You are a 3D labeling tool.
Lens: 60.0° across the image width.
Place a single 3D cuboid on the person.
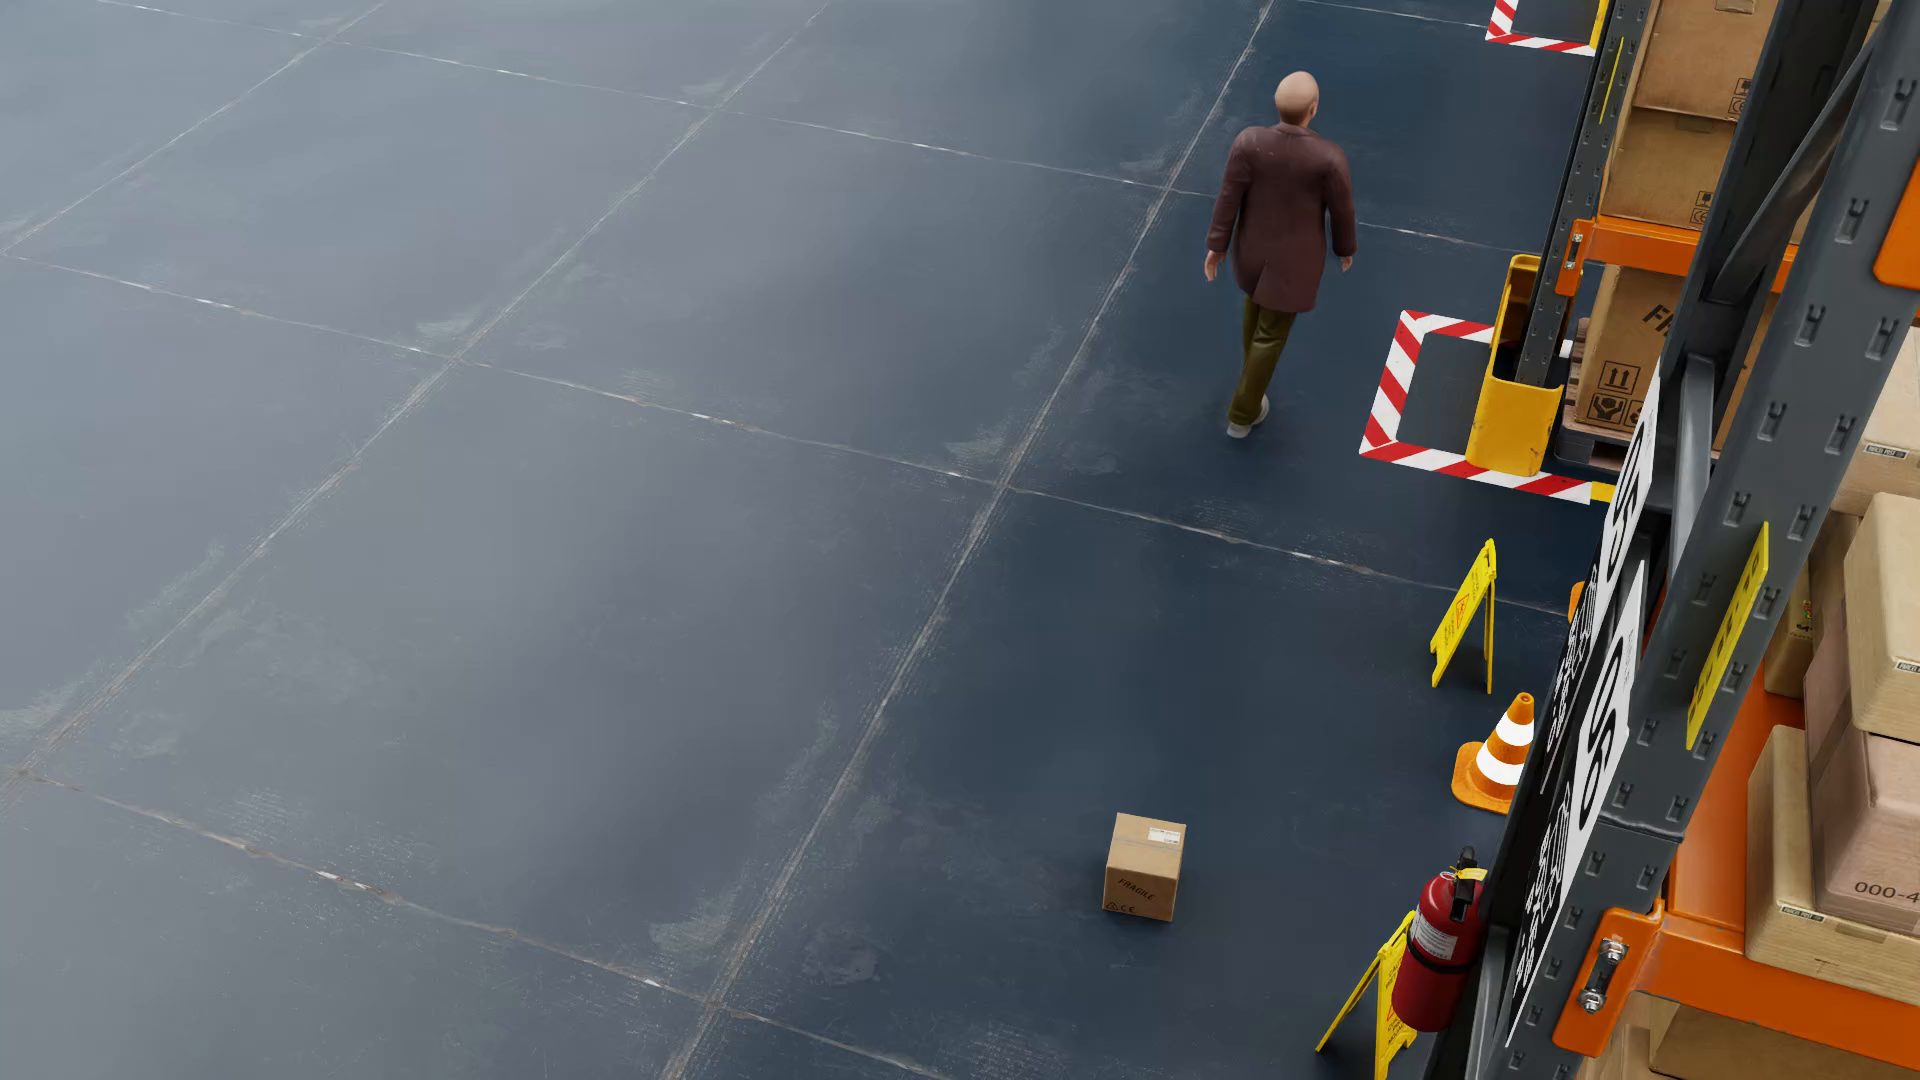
[{"bbox_3d":[1.510,-1.356,7.736,0.642,1.807,0.859,21,45,23],"label":"person"}]
